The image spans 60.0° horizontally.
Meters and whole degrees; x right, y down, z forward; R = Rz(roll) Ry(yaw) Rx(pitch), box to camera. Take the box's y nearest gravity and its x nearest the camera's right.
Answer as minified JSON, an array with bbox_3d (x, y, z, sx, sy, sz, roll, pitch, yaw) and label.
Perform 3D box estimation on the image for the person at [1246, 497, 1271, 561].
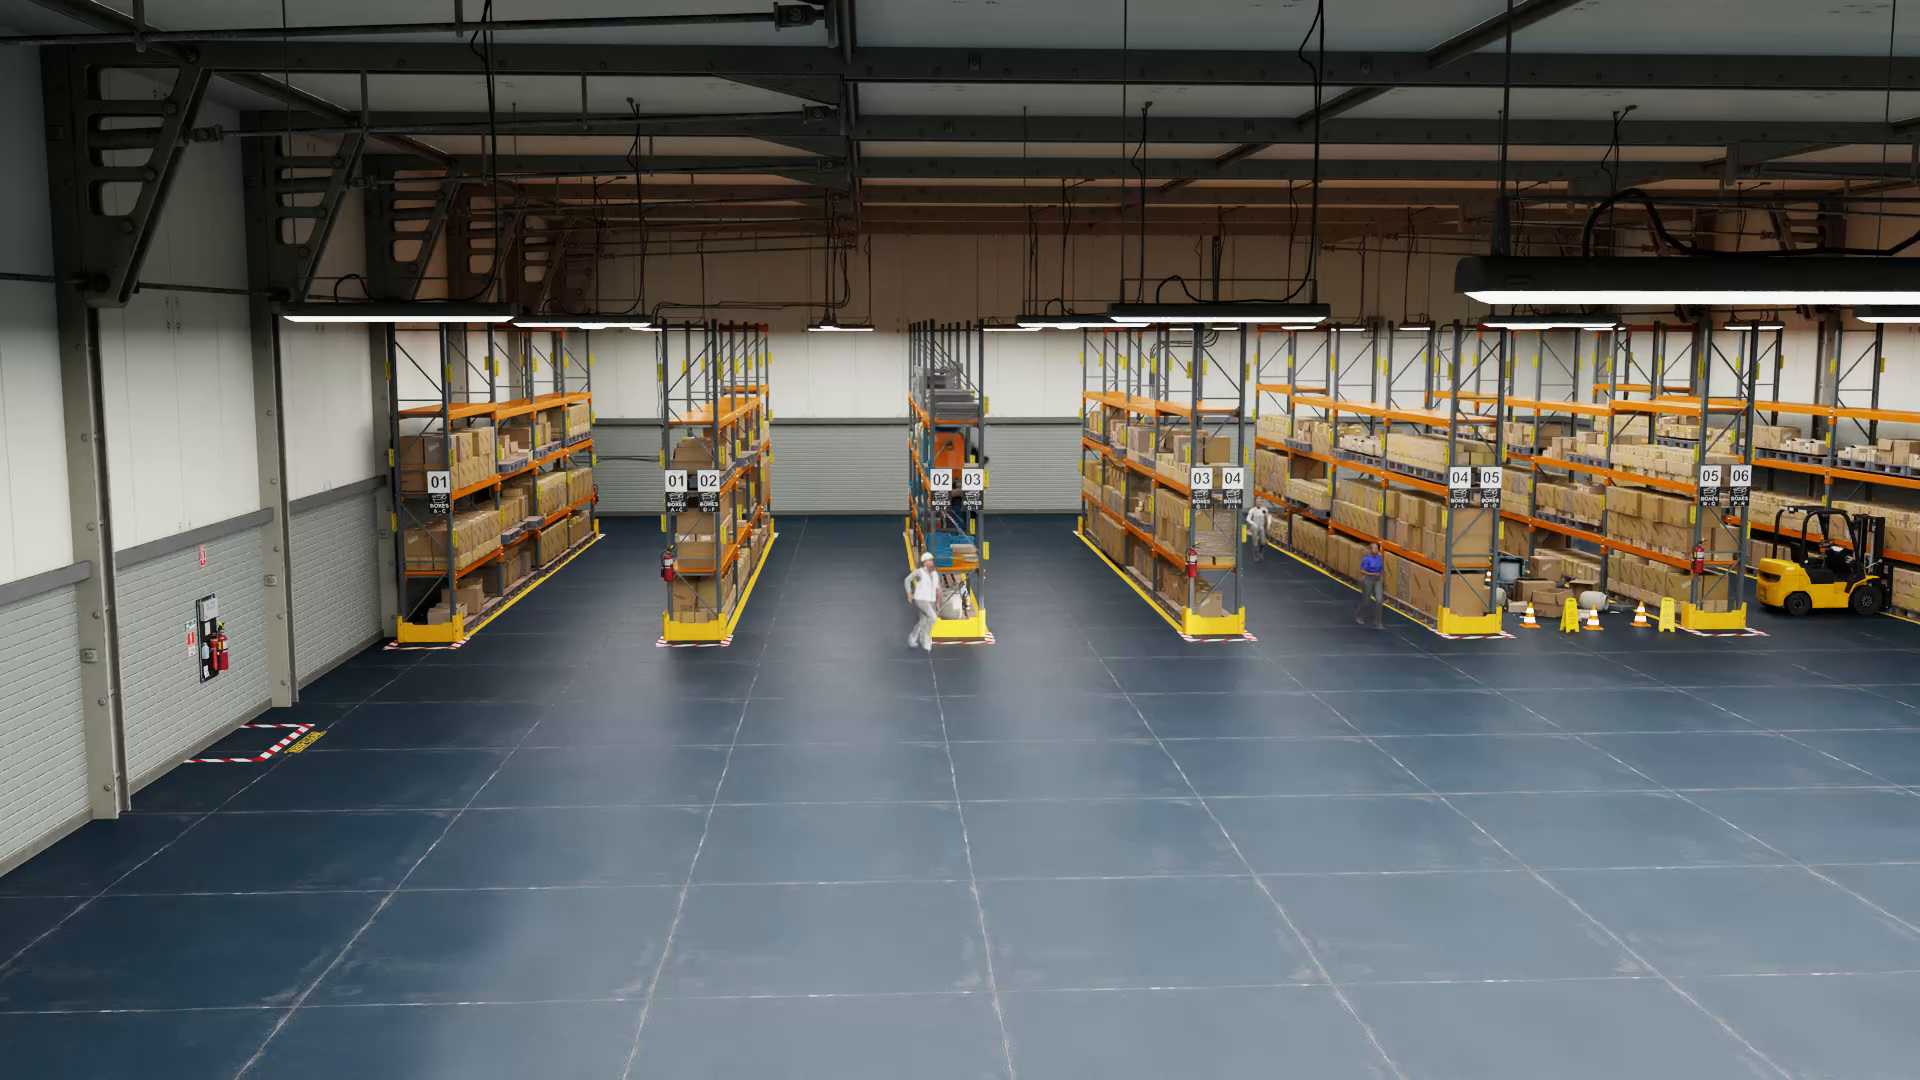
[{"bbox_3d":[7.541,-0.278,41.865,0.659,1.646,0.550,0,7,-1],"label":"person"}]

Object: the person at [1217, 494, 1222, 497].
[{"bbox_3d":[7.347,-1.012,48.425,0.724,1.709,0.660,6,9,38],"label":"person"}]

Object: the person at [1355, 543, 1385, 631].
[{"bbox_3d":[8.046,0.899,32.537,0.596,1.723,0.766,-2,7,-18],"label":"person"}]

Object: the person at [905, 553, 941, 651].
[{"bbox_3d":[-0.604,1.101,30.378,0.698,1.728,0.641,6,10,42],"label":"person"}]
